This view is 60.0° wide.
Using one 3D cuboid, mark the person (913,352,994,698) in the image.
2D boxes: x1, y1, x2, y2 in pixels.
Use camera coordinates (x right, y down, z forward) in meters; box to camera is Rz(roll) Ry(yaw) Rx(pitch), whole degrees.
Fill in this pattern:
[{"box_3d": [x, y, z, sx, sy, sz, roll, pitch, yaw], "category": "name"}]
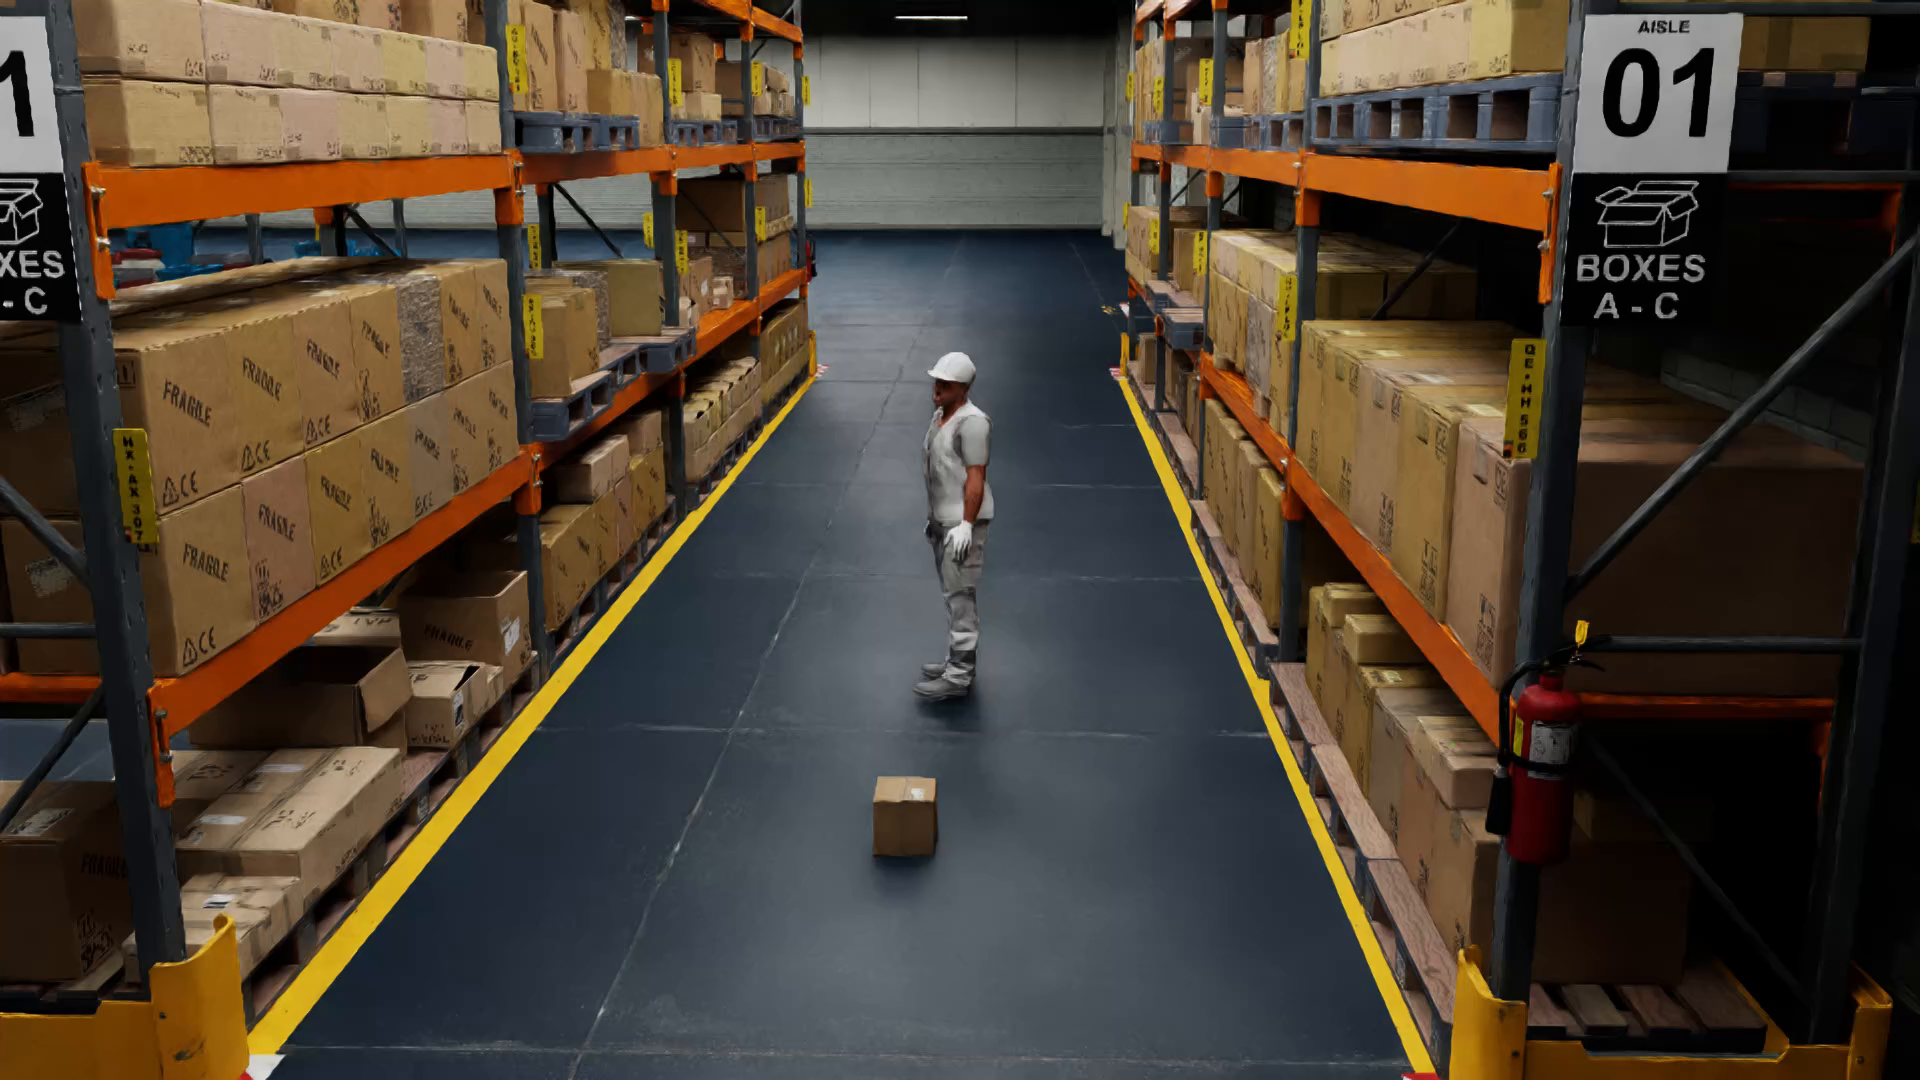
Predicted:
[{"box_3d": [-0.075, -0.081, 8.644, 0.465, 1.794, 0.620, -5, 15, -21], "category": "person"}]
